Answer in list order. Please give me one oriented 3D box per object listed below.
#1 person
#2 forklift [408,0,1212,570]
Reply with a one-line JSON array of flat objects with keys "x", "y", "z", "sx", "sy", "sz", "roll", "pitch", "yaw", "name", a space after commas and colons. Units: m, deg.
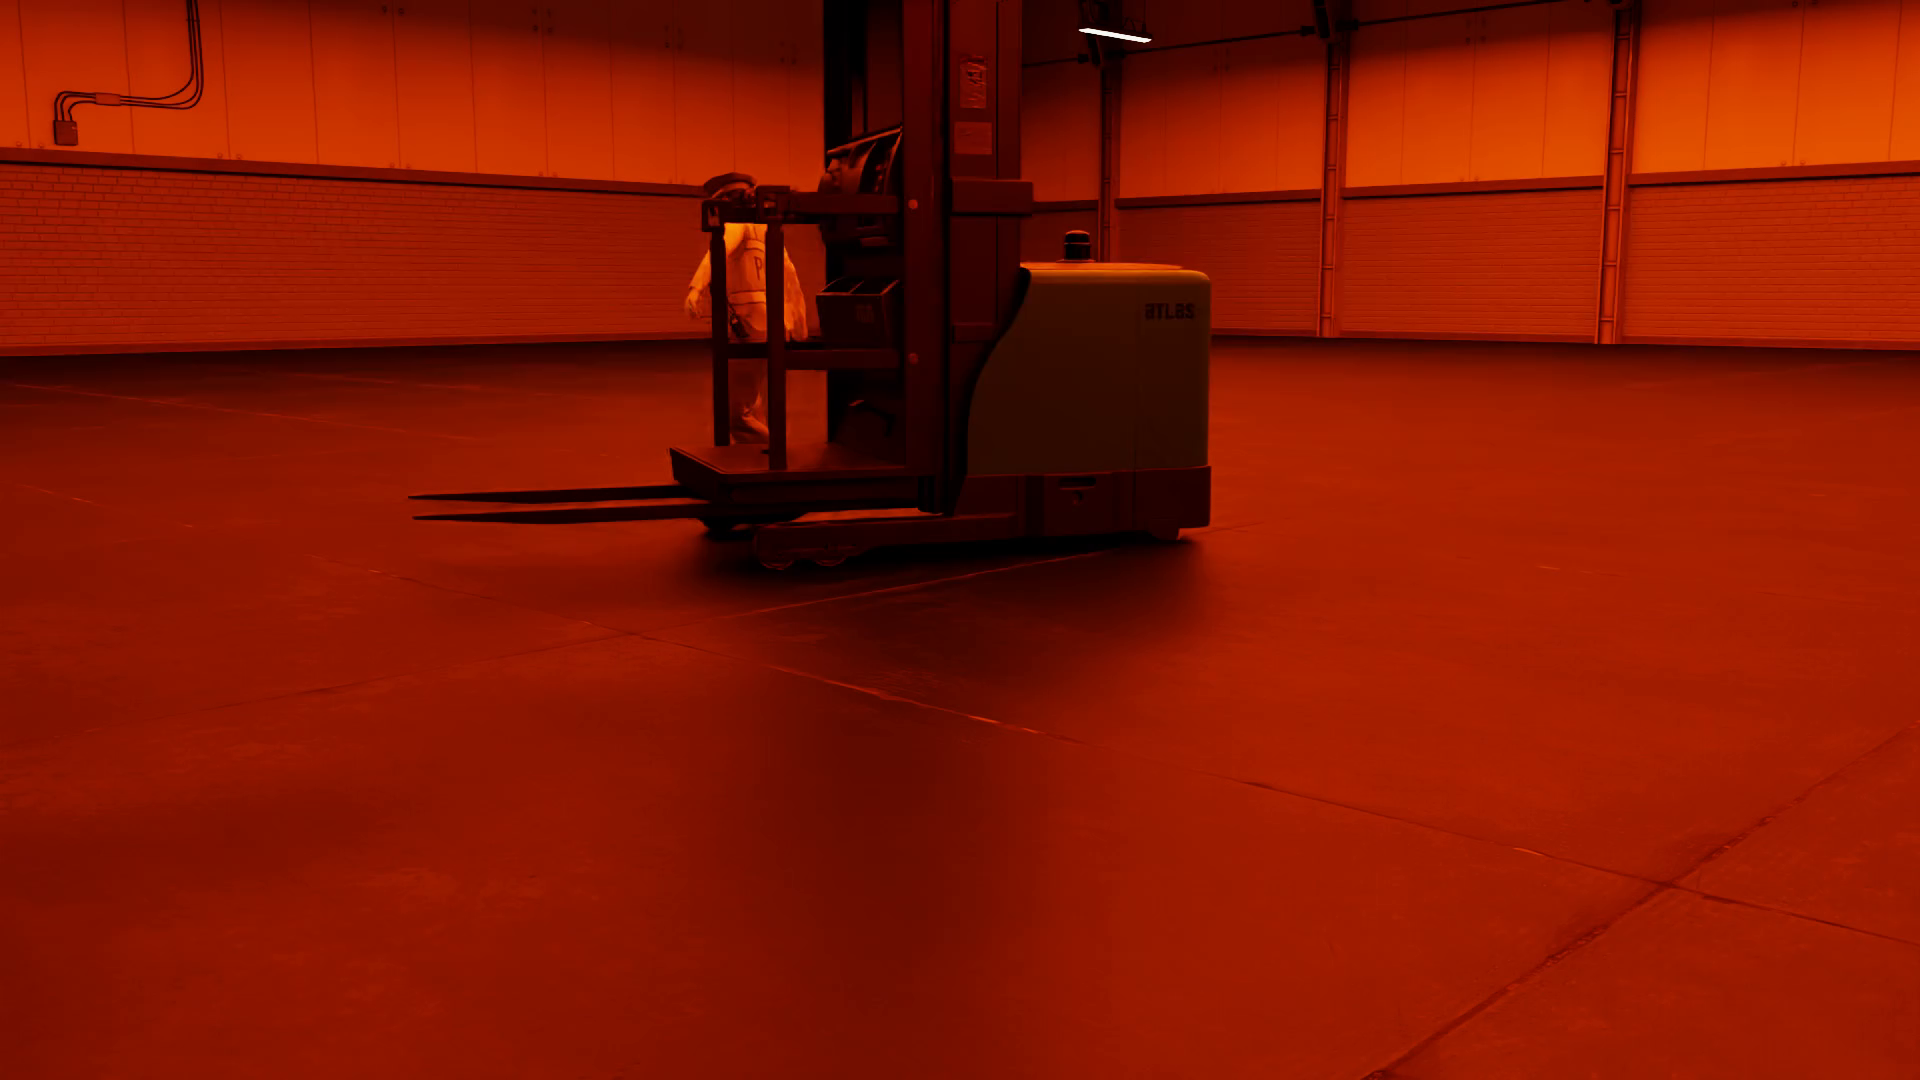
[{"x": -1.018, "y": -0.943, "z": 7.936, "sx": 0.544, "sy": 1.608, "sz": 1.060, "roll": 3, "pitch": 9, "yaw": 17, "name": "person"}, {"x": -0.572, "y": -1.429, "z": 6.365, "sx": 3.031, "sy": 2.935, "sz": 1.130, "roll": -3, "pitch": 9, "yaw": -19, "name": "forklift"}]
